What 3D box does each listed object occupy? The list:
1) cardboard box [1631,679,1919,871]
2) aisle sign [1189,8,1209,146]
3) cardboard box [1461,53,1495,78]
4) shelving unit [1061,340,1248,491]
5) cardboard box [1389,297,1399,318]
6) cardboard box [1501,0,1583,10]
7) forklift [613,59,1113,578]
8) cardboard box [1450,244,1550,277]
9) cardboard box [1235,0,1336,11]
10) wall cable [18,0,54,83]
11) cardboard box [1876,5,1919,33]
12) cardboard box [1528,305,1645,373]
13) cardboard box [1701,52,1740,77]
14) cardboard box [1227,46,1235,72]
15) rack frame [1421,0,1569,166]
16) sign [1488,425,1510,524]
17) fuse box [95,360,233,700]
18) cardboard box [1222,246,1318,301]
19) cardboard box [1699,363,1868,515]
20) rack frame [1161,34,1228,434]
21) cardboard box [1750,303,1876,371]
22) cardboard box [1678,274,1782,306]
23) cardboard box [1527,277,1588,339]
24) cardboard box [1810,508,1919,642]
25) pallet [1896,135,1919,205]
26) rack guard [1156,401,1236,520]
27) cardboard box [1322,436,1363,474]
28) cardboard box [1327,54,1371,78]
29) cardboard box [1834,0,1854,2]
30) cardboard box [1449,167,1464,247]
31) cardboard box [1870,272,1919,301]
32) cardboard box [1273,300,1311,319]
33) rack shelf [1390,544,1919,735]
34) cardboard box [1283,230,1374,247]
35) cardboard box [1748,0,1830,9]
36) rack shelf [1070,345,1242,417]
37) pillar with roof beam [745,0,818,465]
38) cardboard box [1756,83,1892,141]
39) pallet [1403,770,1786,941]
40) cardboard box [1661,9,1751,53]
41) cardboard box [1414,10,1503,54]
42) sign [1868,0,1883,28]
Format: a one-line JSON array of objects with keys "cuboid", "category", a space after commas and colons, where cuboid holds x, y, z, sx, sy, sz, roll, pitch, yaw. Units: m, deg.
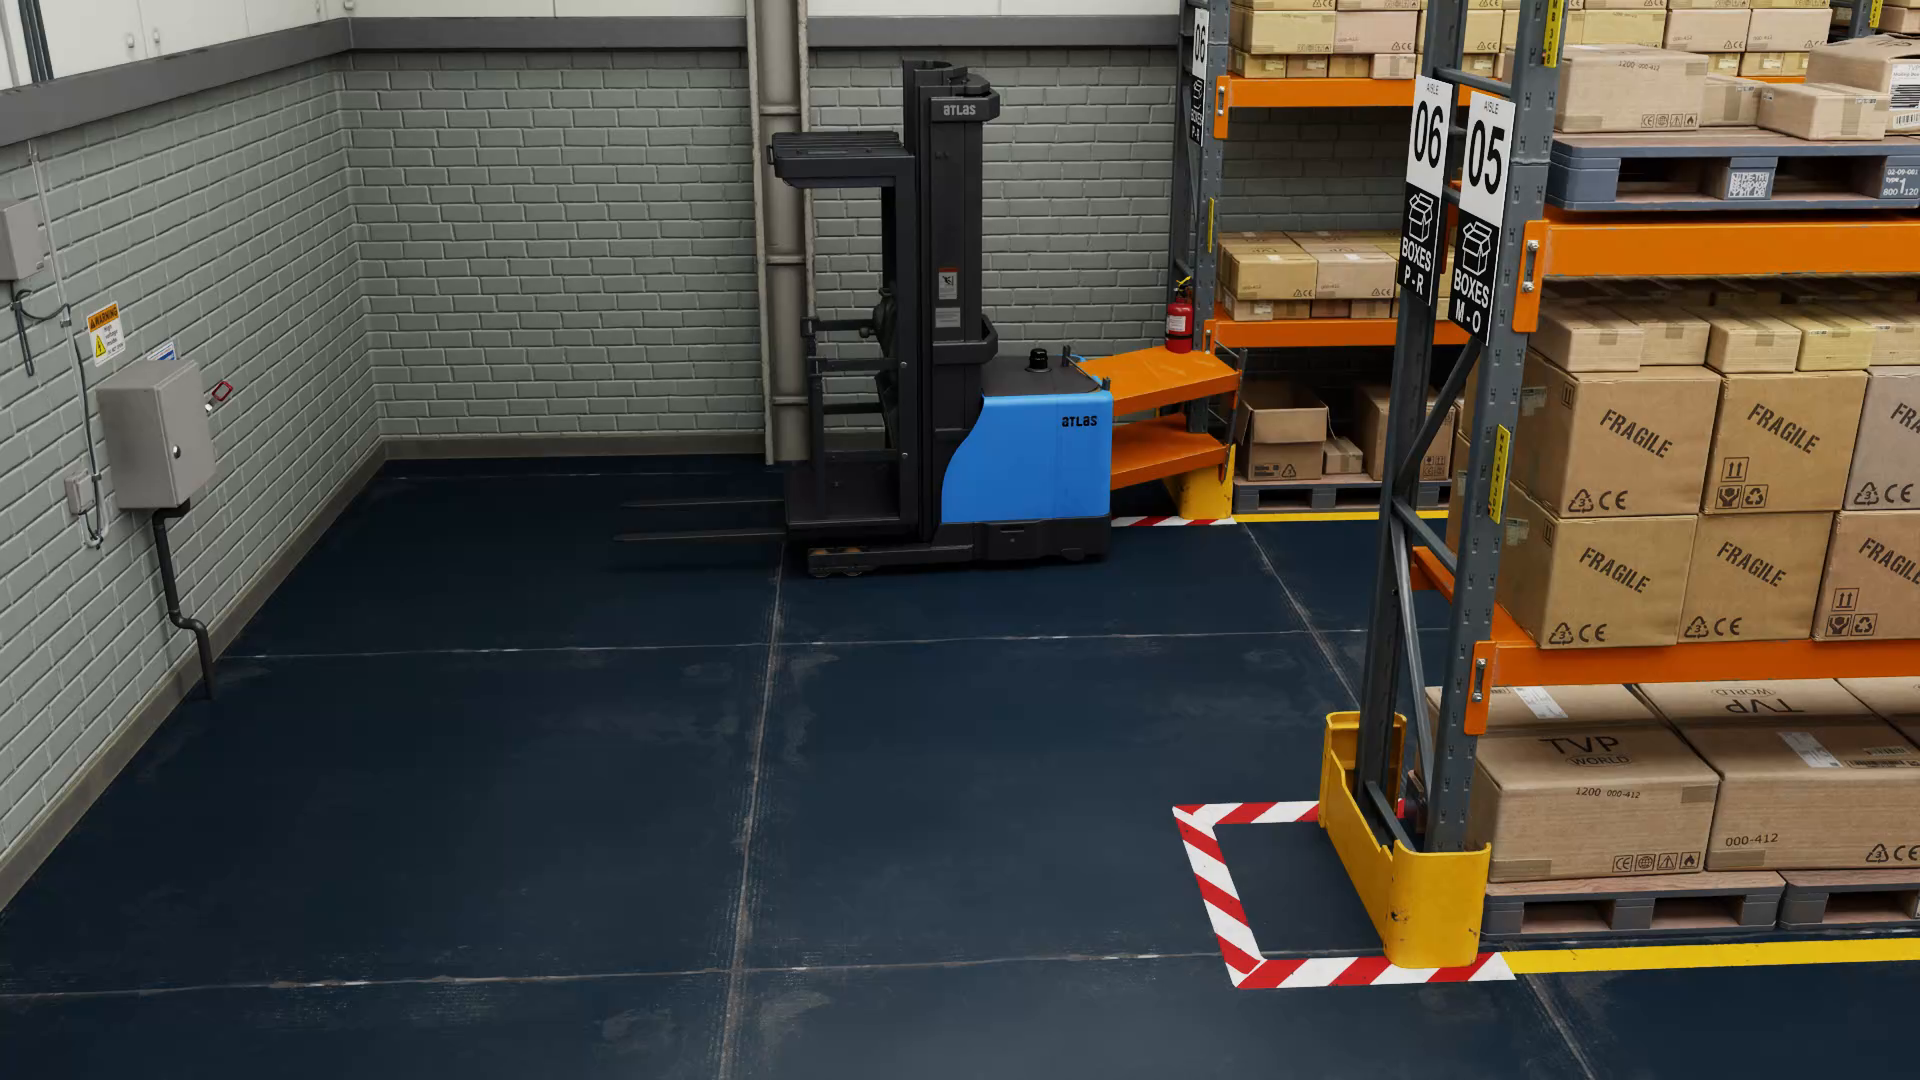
[{"cuboid": [3.376, 0.951, 6.917, 0.875, 0.438, 0.875, -1, 21, -2], "category": "cardboard box"}, {"cuboid": [1.471, -2.852, 10.241, 0.004, 0.787, 0.394, -1, 21, -3], "category": "aisle sign"}, {"cuboid": [3.130, -2.968, 10.338, 0.250, 0.149, 0.380, -1, 21, -4], "category": "cardboard box"}, {"cuboid": [1.182, -0.726, 10.627, 1.048, 1.125, 0.538, -14, 38, -25], "category": "shelving unit"}, {"cuboid": [2.898, -1.564, 10.867, 0.250, 0.149, 0.380, -1, 21, -2], "category": "cardboard box"}, {"cuboid": [3.497, -3.399, 10.208, 0.500, 0.250, 0.500, -1, 21, -2], "category": "cardboard box"}, {"cuboid": [-0.624, -1.343, 10.029, 3.031, 2.935, 1.130, -2, 21, -7], "category": "forklift"}, {"cuboid": [3.509, -1.764, 10.833, 0.500, 0.250, 0.500, -2, 21, -4], "category": "cardboard box"}, {"cuboid": [1.979, -3.367, 10.122, 0.500, 0.250, 0.500, -1, 21, -4], "category": "cardboard box"}, {"cuboid": [-4.015, -3.842, 8.013, 0.133, 3.039, 2.988, -1, 21, -3], "category": "wall cable"}, {"cuboid": [5.836, -3.216, 10.258, 0.250, 0.149, 0.380, -1, 21, -2], "category": "cardboard box"}, {"cuboid": [2.179, -0.705, 5.800, 0.250, 0.149, 0.380, -1, 21, -2], "category": "cardboard box"}, {"cuboid": [4.660, -2.990, 10.395, 0.250, 0.149, 0.380, 0, 21, -1], "category": "cardboard box"}, {"cuboid": [1.828, -3.115, 10.725, 0.250, 0.149, 0.380, -1, 21, -2], "category": "cardboard box"}, {"cuboid": [1.809, -2.783, 5.283, 0.127, 3.000, 1.000, -1, 21, -3], "category": "rack frame"}, {"cuboid": [1.835, -0.223, 5.664, 0.005, 0.325, 0.100, -1, 21, -3], "category": "sign"}, {"cuboid": [-3.793, -0.003, 8.225, 0.414, 1.711, 0.539, -1, 21, -3], "category": "fuse box"}, {"cuboid": [1.990, -1.725, 10.728, 0.500, 0.250, 0.500, -1, 21, -3], "category": "cardboard box"}, {"cuboid": [2.820, -0.415, 5.949, 0.500, 0.500, 0.500, -2, 21, -5], "category": "cardboard box"}, {"cuboid": [1.522, -1.742, 10.982, 0.127, 3.000, 1.000, -1, 21, -3], "category": "rack frame"}, {"cuboid": [2.965, -0.712, 5.818, 0.250, 0.149, 0.380, -2, 21, -5], "category": "cardboard box"}, {"cuboid": [2.915, -0.914, 6.349, 0.250, 0.149, 0.380, -1, 21, -2], "category": "cardboard box"}, {"cuboid": [2.156, -0.875, 6.245, 0.250, 0.149, 0.380, -1, 21, -2], "category": "cardboard box"}, {"cuboid": [3.317, 0.042, 6.154, 0.500, 0.500, 0.500, -1, 21, -3], "category": "cardboard box"}, {"cuboid": [3.770, -1.384, 5.950, 1.213, 0.211, 1.003, -1, 21, -3], "category": "pallet"}, {"cuboid": [1.598, -0.576, 11.430, 0.348, 0.500, 1.175, -1, 21, -3], "category": "rack guard"}, {"cuboid": [2.564, -0.580, 11.345, 0.250, 0.149, 0.380, -2, 21, -5], "category": "cardboard box"}, {"cuboid": [2.371, -2.964, 10.329, 0.250, 0.149, 0.380, -1, 21, -3], "category": "cardboard box"}, {"cuboid": [5.808, -3.538, 10.685, 0.250, 0.149, 0.380, -1, 21, -4], "category": "cardboard box"}, {"cuboid": [3.488, -2.106, 10.675, 0.500, 0.500, 0.500, -1, 21, -2], "category": "cardboard box"}, {"cuboid": [3.690, -0.919, 6.361, 0.250, 0.149, 0.380, 0, 21, -1], "category": "cardboard box"}, {"cuboid": [2.117, -1.556, 10.845, 0.250, 0.149, 0.380, -1, 21, -2], "category": "cardboard box"}, {"cuboid": [3.806, 0.316, 6.585, 4.000, 0.370, 1.077, -1, 21, -3], "category": "rack shelf"}, {"cuboid": [2.481, -1.925, 11.254, 0.500, 0.250, 0.500, -1, 21, -3], "category": "cardboard box"}, {"cuboid": [5.025, -3.432, 10.295, 0.500, 0.250, 0.500, -1, 21, -3], "category": "cardboard box"}, {"cuboid": [1.200, -0.969, 10.466, 1.000, 0.278, 0.538, -14, 38, -25], "category": "rack shelf"}, {"cuboid": [-0.976, -3.282, 6.595, 0.400, 9.000, 9.100, -1, 21, -3], "category": "pillar with roof beam"}, {"cuboid": [2.909, -1.447, 5.612, 0.250, 0.149, 0.380, 0, 21, -1], "category": "cardboard box"}, {"cuboid": [2.603, 1.280, 6.962, 1.213, 0.211, 1.003, -1, 21, -3], "category": "pallet"}, {"cuboid": [4.530, -3.181, 10.338, 0.500, 0.250, 0.500, -2, 21, -5], "category": "cardboard box"}, {"cuboid": [2.999, -3.149, 10.252, 0.500, 0.250, 0.500, -2, 21, -5], "category": "cardboard box"}, {"cuboid": [5.554, -3.274, 10.063, 0.005, 0.325, 0.100, -1, 21, -3], "category": "sign"}]
